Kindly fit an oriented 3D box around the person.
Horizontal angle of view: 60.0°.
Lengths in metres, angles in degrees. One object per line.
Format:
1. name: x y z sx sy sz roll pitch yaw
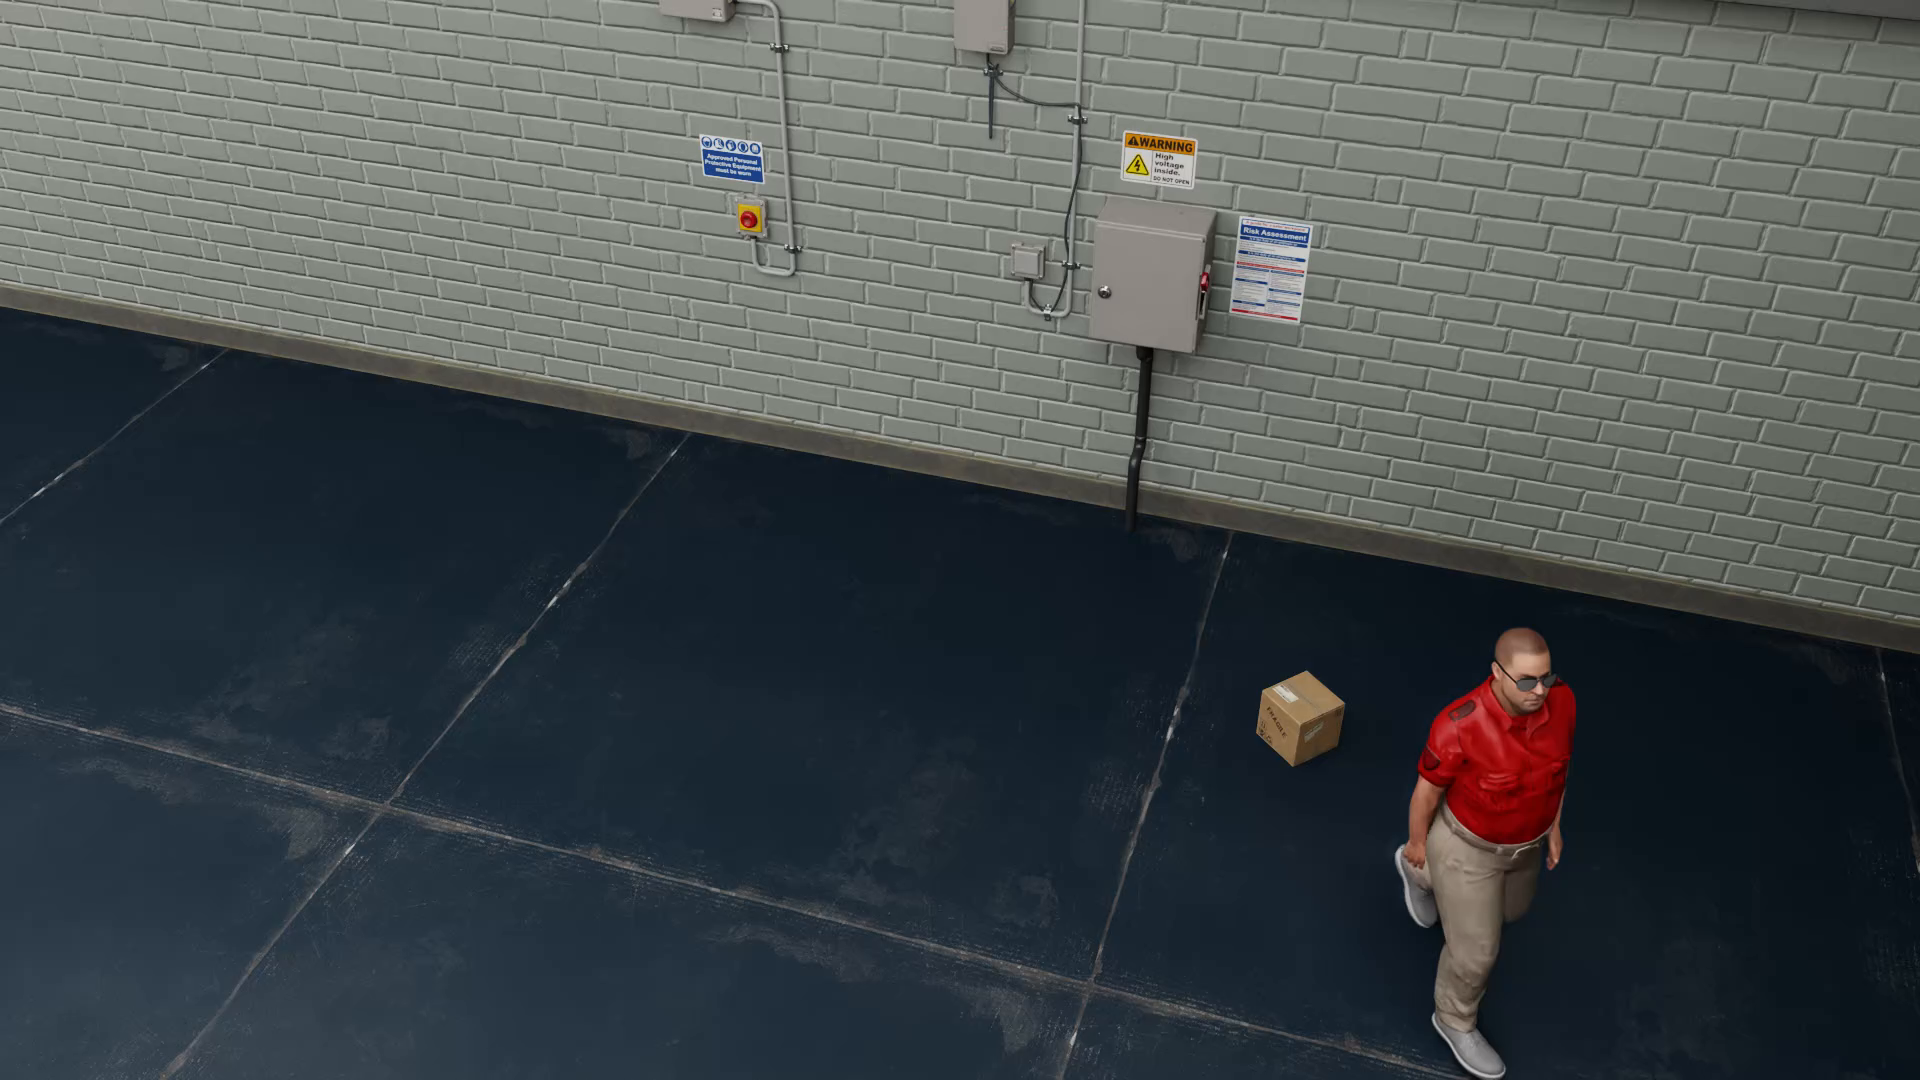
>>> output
1. person: 1.749 0.961 5.597 0.531 1.689 0.855 -16 40 -20
